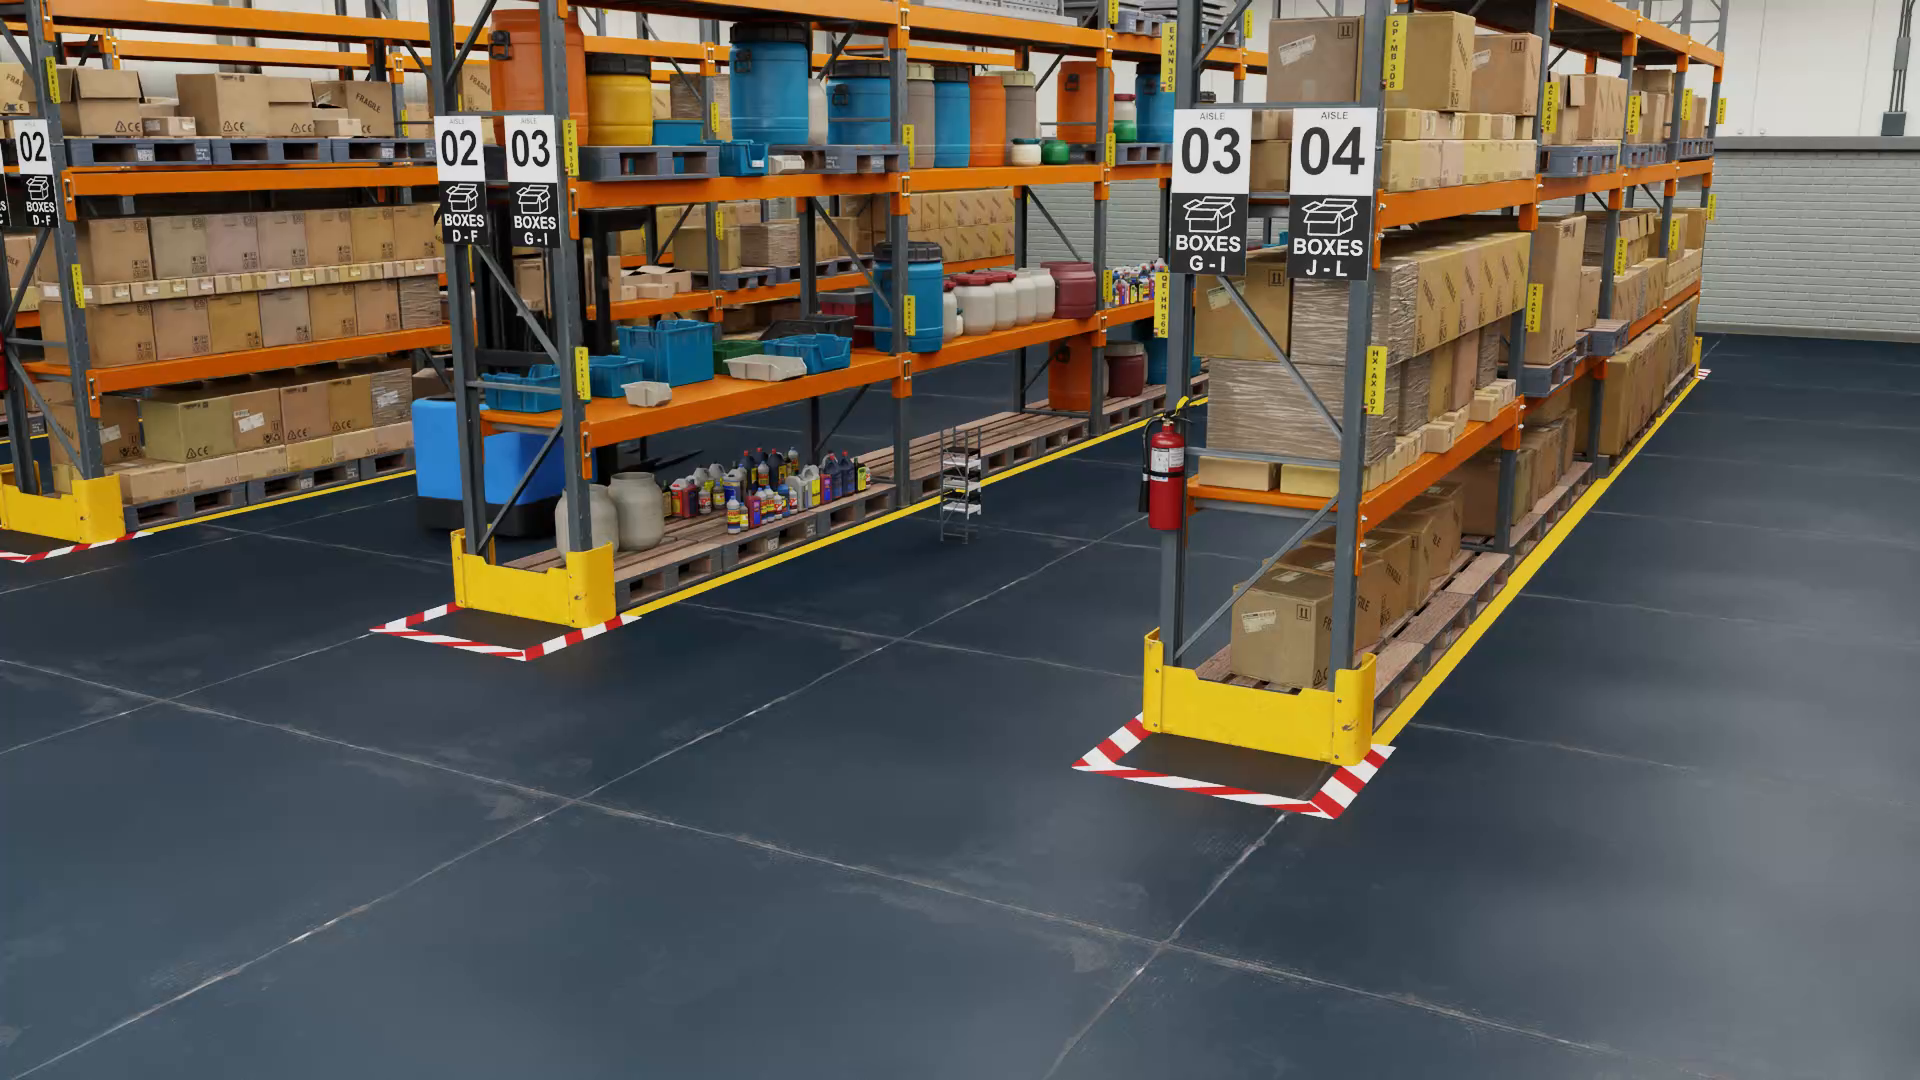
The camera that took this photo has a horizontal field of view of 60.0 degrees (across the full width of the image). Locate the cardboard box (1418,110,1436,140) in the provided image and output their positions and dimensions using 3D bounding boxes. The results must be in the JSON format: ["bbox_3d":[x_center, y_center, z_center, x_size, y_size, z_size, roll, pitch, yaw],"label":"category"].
[{"bbox_3d":[2.263,-2.170,8.705,0.380,0.149,0.250,8,16,30],"label":"cardboard box"}]

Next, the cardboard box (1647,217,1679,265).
[{"bbox_3d":[7.765,-3.373,18.708,0.500,0.500,0.500,7,15,28],"label":"cardboard box"}]

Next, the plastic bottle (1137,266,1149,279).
[{"bbox_3d":[2.086,-2.942,18.943,0.144,0.351,0.185,7,15,28],"label":"plastic bottle"}]

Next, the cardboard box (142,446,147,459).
[{"bbox_3d":[-6.929,-0.643,14.272,0.500,0.250,0.500,7,15,28],"label":"cardboard box"}]

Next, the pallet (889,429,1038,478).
[{"bbox_3d":[0.041,-0.848,16.101,1.003,0.211,1.213,7,15,28],"label":"pallet"}]

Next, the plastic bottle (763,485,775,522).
[{"bbox_3d":[-1.464,-0.281,12.683,0.097,0.271,0.097,0,14,0],"label":"plastic bottle"}]

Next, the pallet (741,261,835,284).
[{"bbox_3d":[-2.358,-3.476,21.460,1.003,0.211,1.213,7,15,28],"label":"pallet"}]

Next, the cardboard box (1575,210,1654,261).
[{"bbox_3d":[7.008,-3.271,17.849,0.797,0.503,0.637,7,15,27],"label":"cardboard box"}]

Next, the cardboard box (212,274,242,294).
[{"bbox_3d":[-6.285,-2.160,13.997,0.380,0.149,0.250,7,15,26],"label":"cardboard box"}]

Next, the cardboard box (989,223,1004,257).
[{"bbox_3d":[0.348,-4.630,25.624,0.500,0.500,0.500,8,15,29],"label":"cardboard box"}]

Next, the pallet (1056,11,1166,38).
[{"bbox_3d":[1.416,-5.382,17.415,1.213,0.211,1.003,7,15,28],"label":"pallet"}]

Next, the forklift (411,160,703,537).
[{"bbox_3d":[-3.287,-1.752,14.049,1.130,2.935,3.031,6,15,22],"label":"forklift"}]

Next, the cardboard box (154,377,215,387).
[{"bbox_3d":[-9.224,-2.061,19.577,0.700,0.500,0.500,8,16,30],"label":"cardboard box"}]

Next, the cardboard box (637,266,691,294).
[{"bbox_3d":[-3.508,-3.057,19.502,0.500,0.311,0.500,9,16,32],"label":"cardboard box"}]

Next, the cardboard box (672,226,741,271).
[{"bbox_3d":[-3.088,-3.564,20.308,0.700,0.500,0.500,2,14,9],"label":"cardboard box"}]

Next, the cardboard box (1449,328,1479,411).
[{"bbox_3d":[2.745,-1.121,10.435,0.875,0.500,0.500,7,15,28],"label":"cardboard box"}]

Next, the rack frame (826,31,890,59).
[{"bbox_3d":[-1.360,-6.907,22.481,1.000,3.000,0.127,7,15,28],"label":"rack frame"}]

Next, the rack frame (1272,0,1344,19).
[{"bbox_3d":[4.908,-7.165,23.554,1.000,3.000,0.127,7,15,28],"label":"rack frame"}]

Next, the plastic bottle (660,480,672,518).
[{"bbox_3d":[-2.282,-0.312,12.785,0.061,0.283,0.133,8,16,29],"label":"plastic bottle"}]

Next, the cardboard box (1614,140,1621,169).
[{"bbox_3d":[5.361,-3.306,14.268,0.500,0.250,0.500,7,15,28],"label":"cardboard box"}]

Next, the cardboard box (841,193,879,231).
[{"bbox_3d":[-1.342,-4.658,23.607,0.500,0.500,0.500,7,15,28],"label":"cardboard box"}]

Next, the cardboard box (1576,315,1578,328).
[{"bbox_3d":[4.807,-1.812,13.542,0.396,0.266,0.258,7,15,26],"label":"cardboard box"}]

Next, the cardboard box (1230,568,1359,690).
[{"bbox_3d":[1.825,0.480,9.081,0.500,0.500,0.500,11,17,38],"label":"cardboard box"}]

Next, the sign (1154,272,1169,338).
[{"bbox_3d":[1.033,-1.189,8.419,0.100,0.325,0.005,7,15,28],"label":"sign"}]

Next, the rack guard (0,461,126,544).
[{"bbox_3d":[-7.173,-0.308,13.245,1.175,0.500,0.348,7,15,28],"label":"rack guard"}]

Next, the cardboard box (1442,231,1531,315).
[{"bbox_3d":[3.466,-1.781,11.042,0.500,0.500,0.500,7,15,28],"label":"cardboard box"}]

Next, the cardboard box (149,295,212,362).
[{"bbox_3d":[-6.675,-1.779,13.801,0.700,0.500,0.500,8,16,29],"label":"cardboard box"}]

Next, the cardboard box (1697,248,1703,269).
[{"bbox_3d":[9.242,-3.630,21.375,0.500,0.250,0.500,7,15,27],"label":"cardboard box"}]

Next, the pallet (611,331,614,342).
[{"bbox_3d":[-6.005,-3.028,25.144,1.003,0.211,1.213,7,15,28],"label":"pallet"}]

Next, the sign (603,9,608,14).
[{"bbox_3d":[-5.218,-7.901,24.442,0.100,0.325,0.005,7,15,28],"label":"sign"}]

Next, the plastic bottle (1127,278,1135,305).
[{"bbox_3d":[1.861,-2.720,18.166,0.061,0.283,0.133,7,15,28],"label":"plastic bottle"}]

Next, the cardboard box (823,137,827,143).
[{"bbox_3d":[-1.971,-5.515,21.787,0.600,0.600,0.600,7,15,27],"label":"cardboard box"}]

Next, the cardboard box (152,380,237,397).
[{"bbox_3d":[-6.692,-1.111,14.612,0.500,0.500,0.500,7,15,28],"label":"cardboard box"}]

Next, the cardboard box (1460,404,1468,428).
[{"bbox_3d":[2.948,-0.775,10.385,0.380,0.149,0.250,7,15,28],"label":"cardboard box"}]

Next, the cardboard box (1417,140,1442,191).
[{"bbox_3d":[2.212,-1.966,8.710,0.500,0.250,0.500,7,15,27],"label":"cardboard box"}]

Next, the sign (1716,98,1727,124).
[{"bbox_3d":[9.712,-5.474,21.217,0.100,0.325,0.005,7,15,28],"label":"sign"}]

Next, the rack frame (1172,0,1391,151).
[{"bbox_3d":[1.509,-3.321,7.610,1.000,3.000,0.127,7,15,28],"label":"rack frame"}]

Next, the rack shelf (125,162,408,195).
[{"bbox_3d":[-8.599,-4.428,20.136,1.077,0.370,4.000,7,15,28],"label":"rack shelf"}]

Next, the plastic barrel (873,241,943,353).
[{"bbox_3d":[-0.441,-2.076,14.173,0.600,0.901,0.708,7,15,28],"label":"plastic barrel"}]

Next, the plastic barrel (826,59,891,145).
[{"bbox_3d":[-0.837,-3.618,14.170,0.600,0.901,0.708,7,15,28],"label":"plastic barrel"}]

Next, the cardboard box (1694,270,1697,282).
[{"bbox_3d":[9.113,-3.350,21.065,0.380,0.149,0.250,7,15,28],"label":"cardboard box"}]

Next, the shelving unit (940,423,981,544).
[{"bbox_3d":[0.004,-0.439,12.935,0.258,0.900,0.210,7,15,28],"label":"shelving unit"}]

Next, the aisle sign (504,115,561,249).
[{"bbox_3d":[-2.605,-2.182,10.138,0.394,0.787,0.004,7,15,28],"label":"aisle sign"}]

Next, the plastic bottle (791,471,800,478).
[{"bbox_3d":[-1.303,-0.416,13.217,0.061,0.283,0.133,7,15,28],"label":"plastic bottle"}]

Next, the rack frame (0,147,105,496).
[{"bbox_3d":[-7.161,-1.528,12.972,1.000,3.000,0.127,7,15,28],"label":"rack frame"}]

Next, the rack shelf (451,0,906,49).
[{"bbox_3d":[-1.860,-3.749,11.771,1.077,0.370,4.000,7,15,28],"label":"rack shelf"}]

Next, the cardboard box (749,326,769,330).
[{"bbox_3d":[-2.329,-2.440,21.147,0.500,0.500,0.500,7,15,27],"label":"cardboard box"}]

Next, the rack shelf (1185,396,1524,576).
[{"bbox_3d":[2.476,-0.466,10.100,1.077,0.370,4.000,7,15,28],"label":"rack shelf"}]

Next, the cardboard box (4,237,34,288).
[{"bbox_3d":[-10.013,-2.874,17.230,0.500,0.500,0.500,7,15,26],"label":"cardboard box"}]

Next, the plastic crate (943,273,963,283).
[{"bbox_3d":[-0.008,-2.342,16.210,0.402,0.464,0.583,7,15,28],"label":"plastic crate"}]

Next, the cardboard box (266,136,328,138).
[{"bbox_3d":[-8.340,-4.993,20.680,0.797,0.503,0.637,10,17,36],"label":"cardboard box"}]

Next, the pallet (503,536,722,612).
[{"bbox_3d":[-2.434,0.202,11.744,1.003,0.211,1.213,7,15,28],"label":"pallet"}]

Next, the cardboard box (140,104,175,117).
[{"bbox_3d":[-6.835,-3.452,13.677,0.500,0.250,0.500,7,15,28],"label":"cardboard box"}]
